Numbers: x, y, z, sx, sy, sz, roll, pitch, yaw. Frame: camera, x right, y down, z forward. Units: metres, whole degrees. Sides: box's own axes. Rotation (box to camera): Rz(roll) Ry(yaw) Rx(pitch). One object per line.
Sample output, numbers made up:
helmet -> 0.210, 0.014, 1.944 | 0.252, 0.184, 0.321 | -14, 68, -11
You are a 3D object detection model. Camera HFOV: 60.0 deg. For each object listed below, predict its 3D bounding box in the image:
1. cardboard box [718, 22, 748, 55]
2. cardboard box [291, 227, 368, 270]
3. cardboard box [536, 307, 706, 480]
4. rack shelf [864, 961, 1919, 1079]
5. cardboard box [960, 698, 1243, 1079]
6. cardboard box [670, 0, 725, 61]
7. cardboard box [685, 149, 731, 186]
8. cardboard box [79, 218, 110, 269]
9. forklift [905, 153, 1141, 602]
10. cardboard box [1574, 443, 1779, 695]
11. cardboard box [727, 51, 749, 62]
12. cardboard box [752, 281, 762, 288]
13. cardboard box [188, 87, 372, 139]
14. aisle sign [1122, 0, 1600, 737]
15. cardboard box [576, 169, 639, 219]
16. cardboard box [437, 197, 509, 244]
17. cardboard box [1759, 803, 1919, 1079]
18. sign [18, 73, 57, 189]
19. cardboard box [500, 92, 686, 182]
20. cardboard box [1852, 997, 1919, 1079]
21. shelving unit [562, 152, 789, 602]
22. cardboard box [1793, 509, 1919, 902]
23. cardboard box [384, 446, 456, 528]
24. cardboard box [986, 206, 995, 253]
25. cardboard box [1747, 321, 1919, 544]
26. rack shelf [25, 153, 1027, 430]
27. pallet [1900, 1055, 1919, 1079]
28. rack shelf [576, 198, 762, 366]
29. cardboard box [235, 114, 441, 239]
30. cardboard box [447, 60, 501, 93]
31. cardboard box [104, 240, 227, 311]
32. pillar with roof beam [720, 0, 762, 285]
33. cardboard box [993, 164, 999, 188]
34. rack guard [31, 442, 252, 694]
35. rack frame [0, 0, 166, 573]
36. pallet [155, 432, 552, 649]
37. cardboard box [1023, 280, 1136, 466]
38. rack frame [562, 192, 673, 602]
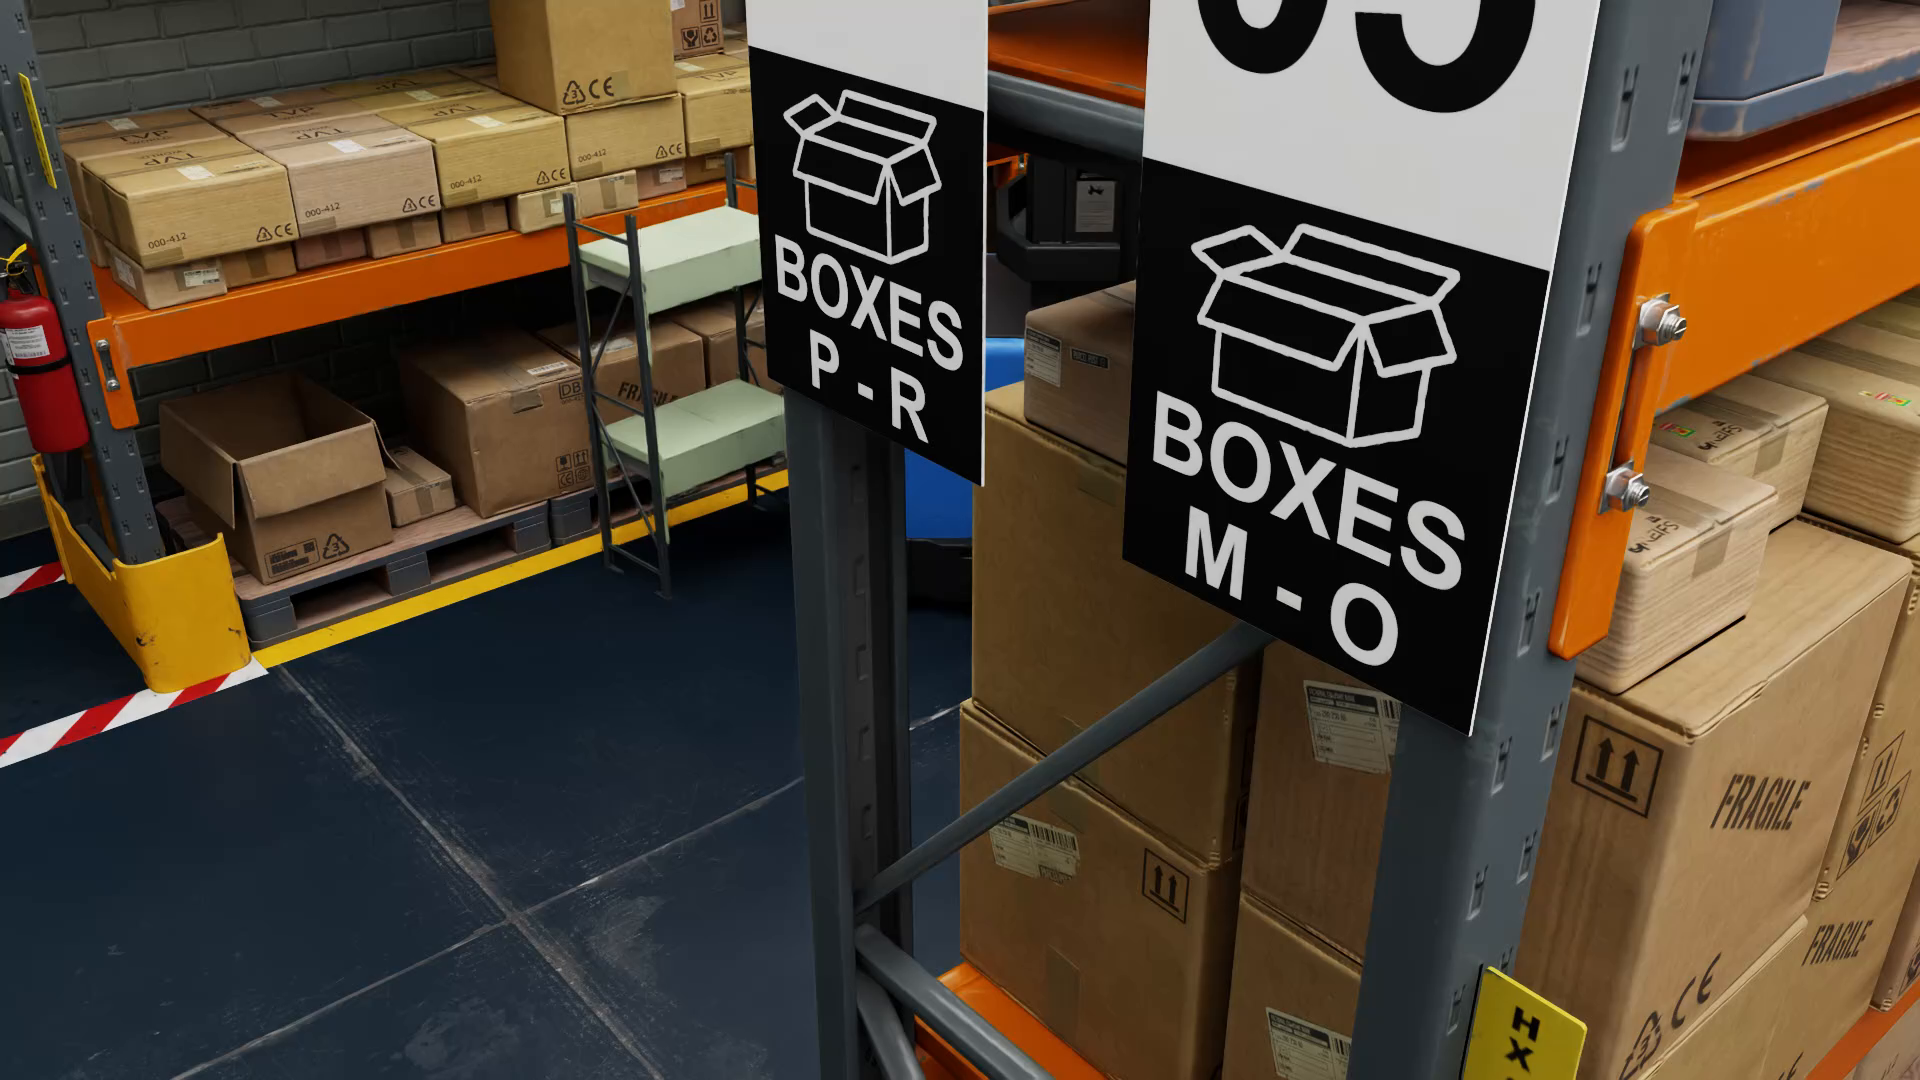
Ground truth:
cardboard box -> -0.958, -2.095, 7.332 | 0.500, 0.250, 0.500 | -22, 35, -35
cardboard box -> -2.303, -1.096, 5.884 | 0.250, 0.149, 0.380 | -22, 35, -36
cardboard box -> -1.403, -0.626, 6.946 | 0.500, 0.500, 0.500 | -21, 35, -34
rack shelf -> 1.674, 0.467, 3.457 | 4.000, 0.370, 1.077 | -22, 35, -35
cardboard box -> 0.347, 0.475, 2.573 | 0.500, 0.500, 0.500 | -22, 35, -35
cardboard box -> -1.335, -2.276, 6.875 | 0.500, 0.500, 0.500 | -23, 36, -36
cardboard box -> -1.136, -1.569, 6.769 | 0.250, 0.149, 0.380 | -21, 35, -34
cardboard box -> -2.994, -1.104, 5.900 | 0.250, 0.149, 0.380 | -22, 35, -35
forklift -> 0.960, -1.260, 5.998 | 3.031, 2.935, 1.130 | 0, 28, 1
cardboard box -> 0.602, -0.019, 1.748 | 0.250, 0.149, 0.380 | -21, 35, -34
cardboard box -> -0.630, -1.904, 6.974 | 0.500, 0.250, 0.500 | -22, 35, -35
cardboard box -> -0.685, -1.123, 8.076 | 0.500, 0.311, 0.500 | -20, 34, -33
cardboard box -> -2.501, -1.475, 6.172 | 0.500, 0.250, 0.500 | -22, 35, -35
aisle sign -> 0.286, -0.259, 1.294 | 0.004, 0.787, 0.394 | -22, 35, -35
cardboard box -> -1.445, -1.373, 6.403 | 0.250, 0.149, 0.380 | -21, 35, -34
cardboard box -> -1.873, -1.234, 6.144 | 0.250, 0.149, 0.380 | -21, 35, -34
cardboard box -> 1.070, 0.509, 2.509 | 0.500, 0.500, 0.500 | -22, 35, -36
sign -> -2.720, -1.204, 4.903 | 0.005, 0.325, 0.100 | -22, 35, -35
cardboard box -> -1.410, -1.599, 6.403 | 0.500, 0.250, 0.500 | -23, 36, -36
cardboard box -> 1.967, 0.910, 4.137 | 0.875, 0.438, 0.875 | -23, 36, -36
shelving unit -> -0.994, -0.621, 6.319 | 0.431, 1.500, 0.755 | 24, 36, 37
cardboard box -> 1.091, 0.071, 2.267 | 0.500, 0.500, 0.500 | -23, 36, -36
cardboard box -> -2.197, -0.214, 6.547 | 0.250, 0.149, 0.380 | -24, 36, -37
cardboard box -> 0.152, -1.580, 8.730 | 0.500, 0.500, 0.500 | -22, 35, -35
cardboard box -> 1.027, -0.163, 2.018 | 0.250, 0.149, 0.380 | -21, 34, -33
rack shelf -> -1.551, -1.312, 6.785 | 4.000, 0.370, 1.077 | -22, 35, -35
pallet -> 1.637, 1.347, 4.005 | 1.213, 0.211, 1.003 | -22, 35, -35
rack shelf -> -0.994, -0.965, 6.136 | 0.431, 0.370, 0.720 | 24, 36, 37
cardboard box -> -2.169, -1.279, 5.804 | 0.500, 0.250, 0.500 | -21, 35, -34
cardboard box -> -1.724, -1.785, 6.751 | 0.500, 0.250, 0.500 | -22, 35, -35
cardboard box -> -2.644, -0.909, 5.534 | 0.250, 0.149, 0.380 | -22, 35, -35
pillar with roof beam -> 1.650, -3.453, 3.664 | 0.400, 9.000, 9.100 | -22, 35, -35
cardboard box -> 0.377, -1.777, 8.095 | 0.250, 0.149, 0.380 | -23, 35, -36
rack guard -> -3.014, 0.062, 6.103 | 0.348, 0.500, 1.175 | -22, 35, -35
rack frame -> -3.072, -1.017, 5.471 | 0.127, 3.000, 1.000 | -22, 35, -35
pallet -> -2.409, -0.055, 6.629 | 1.213, 0.211, 1.003 | -22, 35, -35
cardboard box -> 0.295, -0.191, 2.070 | 0.250, 0.149, 0.380 | -21, 35, -34
rack frame -> -1.246, -0.496, 6.085 | 0.400, 1.500, 0.023 | 24, 36, 37
